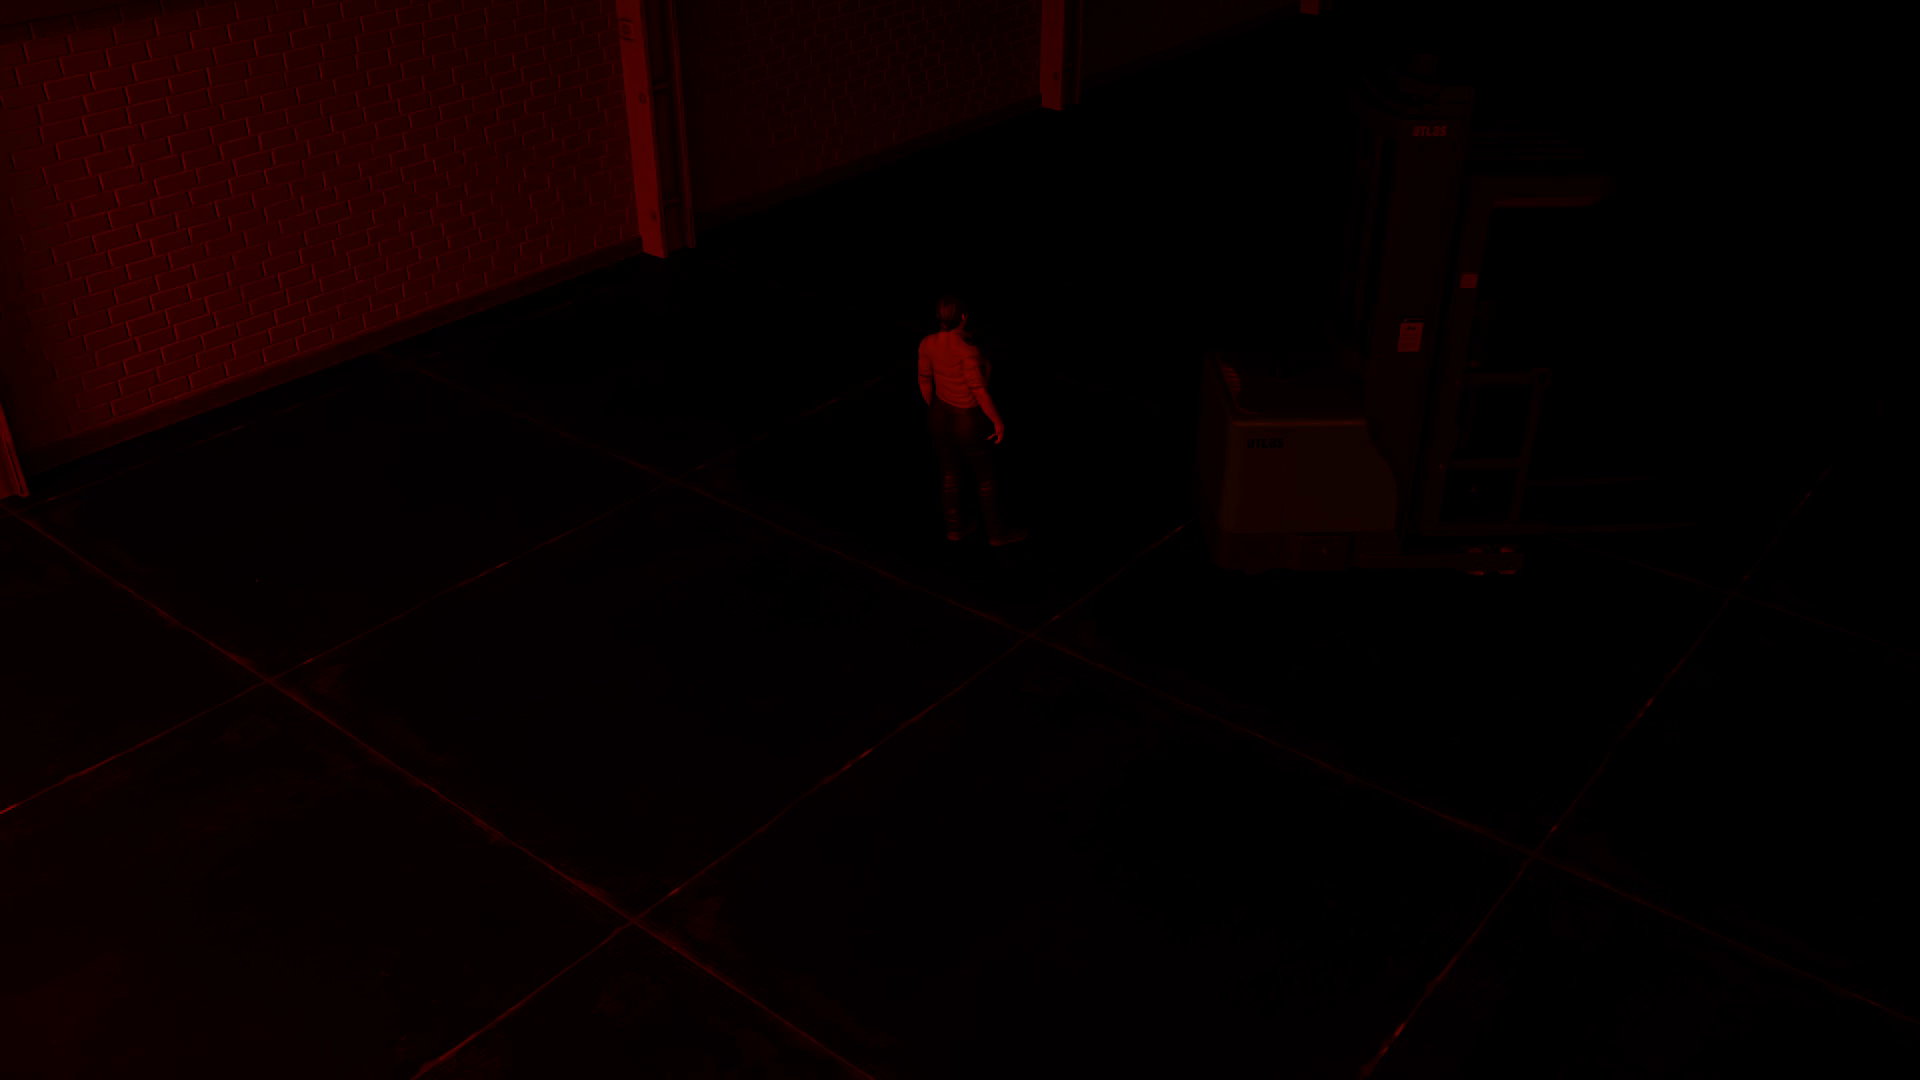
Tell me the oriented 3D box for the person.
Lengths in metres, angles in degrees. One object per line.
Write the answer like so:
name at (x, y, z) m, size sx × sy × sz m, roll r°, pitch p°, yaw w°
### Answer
person at (0.075, -0.745, 10.129) m, size 0.598 × 1.651 × 0.502 m, roll 22°, pitch 37°, yaw 33°

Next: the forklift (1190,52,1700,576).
forklift at (3.035, -1.317, 9.848) m, size 3.031 × 2.935 × 1.130 m, roll -1°, pitch 30°, yaw -2°
